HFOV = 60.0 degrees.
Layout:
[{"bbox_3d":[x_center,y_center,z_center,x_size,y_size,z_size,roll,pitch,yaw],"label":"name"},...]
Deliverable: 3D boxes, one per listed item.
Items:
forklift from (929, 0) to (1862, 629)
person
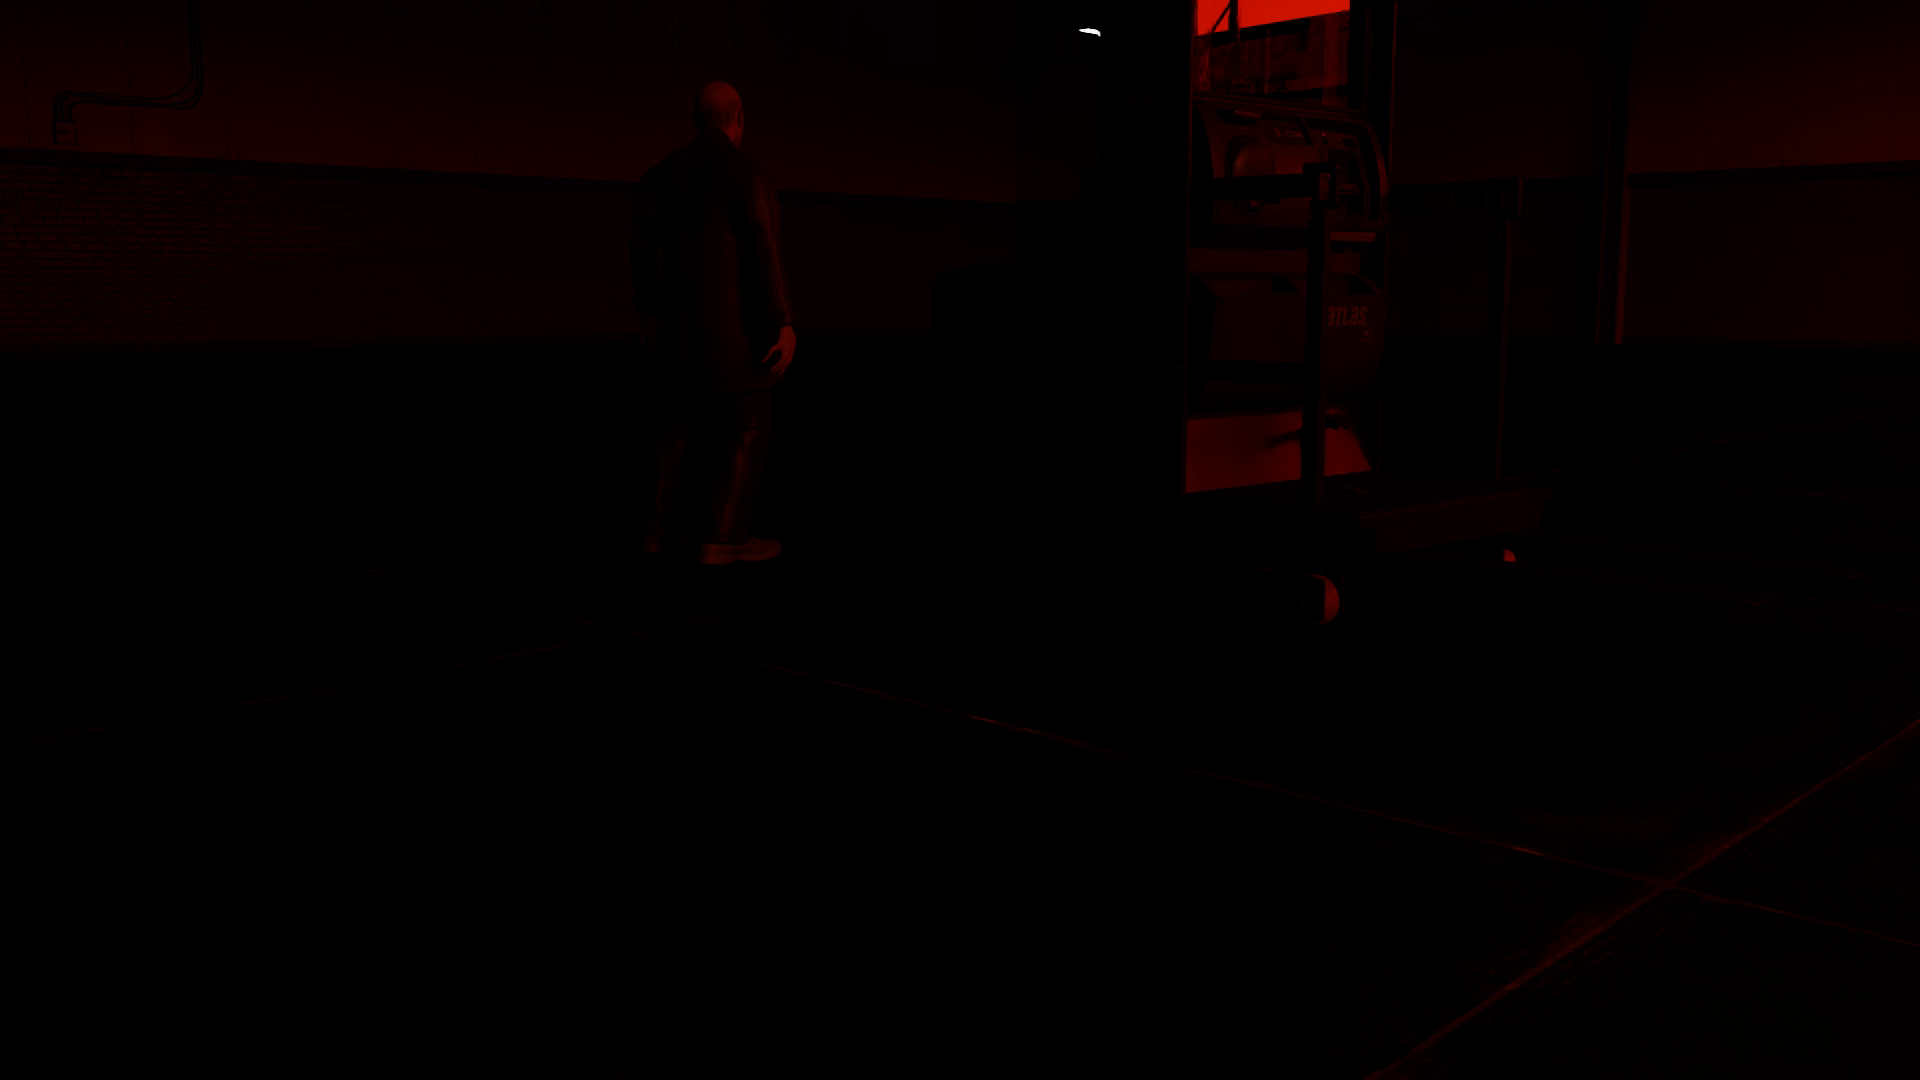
[{"bbox_3d":[1.238,-1.269,5.304,1.130,2.935,3.031,-8,11,-41],"label":"forklift"},{"bbox_3d":[-0.901,-0.798,6.146,0.832,1.752,0.440,5,10,31],"label":"person"}]
